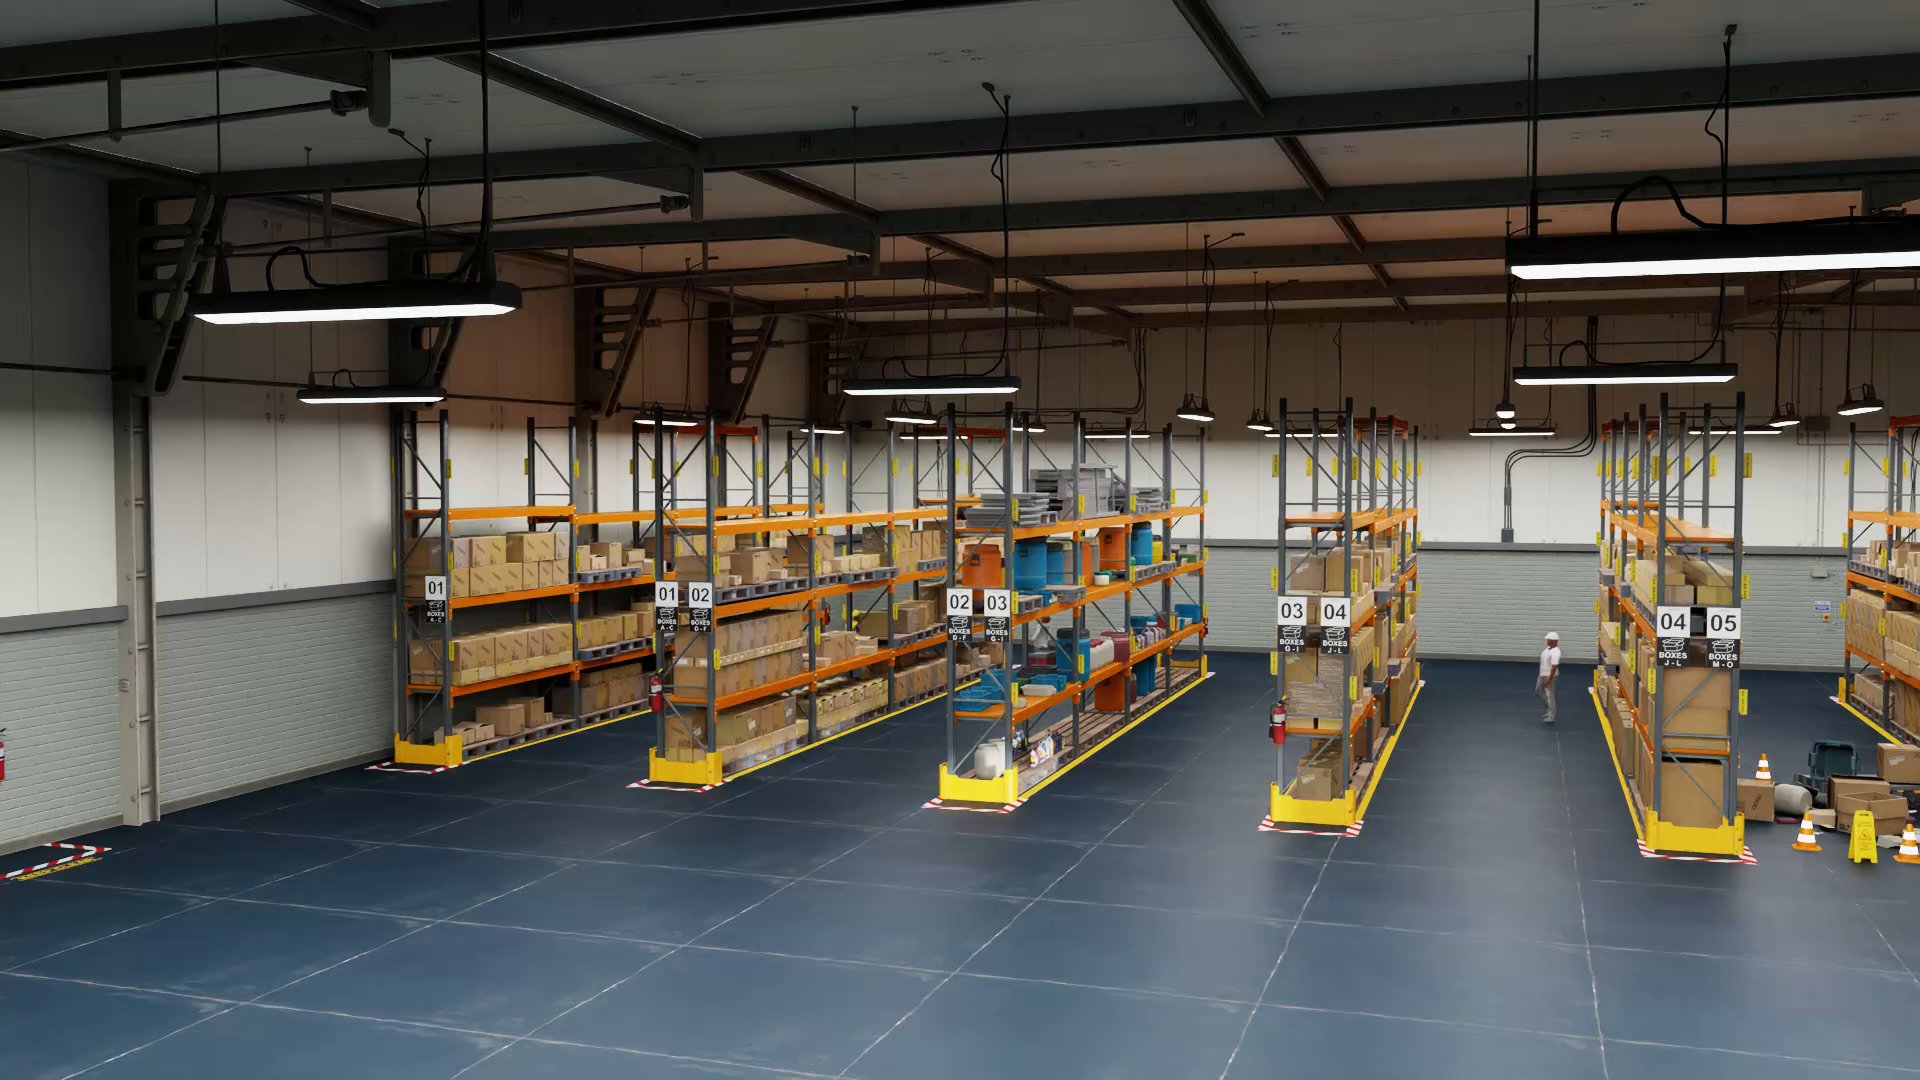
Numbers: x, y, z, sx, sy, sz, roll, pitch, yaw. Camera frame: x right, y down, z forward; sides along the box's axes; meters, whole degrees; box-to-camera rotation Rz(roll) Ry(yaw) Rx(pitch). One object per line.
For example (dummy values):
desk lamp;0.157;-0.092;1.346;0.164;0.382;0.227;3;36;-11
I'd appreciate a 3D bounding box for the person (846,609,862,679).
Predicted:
person;-2.337;2.470;38.424;0.602;1.742;0.590;-2;3;-36

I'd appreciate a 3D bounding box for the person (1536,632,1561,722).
person;11.673;2.705;32.970;0.443;1.768;0.675;0;2;-4

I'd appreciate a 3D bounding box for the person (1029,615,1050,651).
person;1.880;2.531;39.468;0.503;1.578;0.724;-1;3;-24
